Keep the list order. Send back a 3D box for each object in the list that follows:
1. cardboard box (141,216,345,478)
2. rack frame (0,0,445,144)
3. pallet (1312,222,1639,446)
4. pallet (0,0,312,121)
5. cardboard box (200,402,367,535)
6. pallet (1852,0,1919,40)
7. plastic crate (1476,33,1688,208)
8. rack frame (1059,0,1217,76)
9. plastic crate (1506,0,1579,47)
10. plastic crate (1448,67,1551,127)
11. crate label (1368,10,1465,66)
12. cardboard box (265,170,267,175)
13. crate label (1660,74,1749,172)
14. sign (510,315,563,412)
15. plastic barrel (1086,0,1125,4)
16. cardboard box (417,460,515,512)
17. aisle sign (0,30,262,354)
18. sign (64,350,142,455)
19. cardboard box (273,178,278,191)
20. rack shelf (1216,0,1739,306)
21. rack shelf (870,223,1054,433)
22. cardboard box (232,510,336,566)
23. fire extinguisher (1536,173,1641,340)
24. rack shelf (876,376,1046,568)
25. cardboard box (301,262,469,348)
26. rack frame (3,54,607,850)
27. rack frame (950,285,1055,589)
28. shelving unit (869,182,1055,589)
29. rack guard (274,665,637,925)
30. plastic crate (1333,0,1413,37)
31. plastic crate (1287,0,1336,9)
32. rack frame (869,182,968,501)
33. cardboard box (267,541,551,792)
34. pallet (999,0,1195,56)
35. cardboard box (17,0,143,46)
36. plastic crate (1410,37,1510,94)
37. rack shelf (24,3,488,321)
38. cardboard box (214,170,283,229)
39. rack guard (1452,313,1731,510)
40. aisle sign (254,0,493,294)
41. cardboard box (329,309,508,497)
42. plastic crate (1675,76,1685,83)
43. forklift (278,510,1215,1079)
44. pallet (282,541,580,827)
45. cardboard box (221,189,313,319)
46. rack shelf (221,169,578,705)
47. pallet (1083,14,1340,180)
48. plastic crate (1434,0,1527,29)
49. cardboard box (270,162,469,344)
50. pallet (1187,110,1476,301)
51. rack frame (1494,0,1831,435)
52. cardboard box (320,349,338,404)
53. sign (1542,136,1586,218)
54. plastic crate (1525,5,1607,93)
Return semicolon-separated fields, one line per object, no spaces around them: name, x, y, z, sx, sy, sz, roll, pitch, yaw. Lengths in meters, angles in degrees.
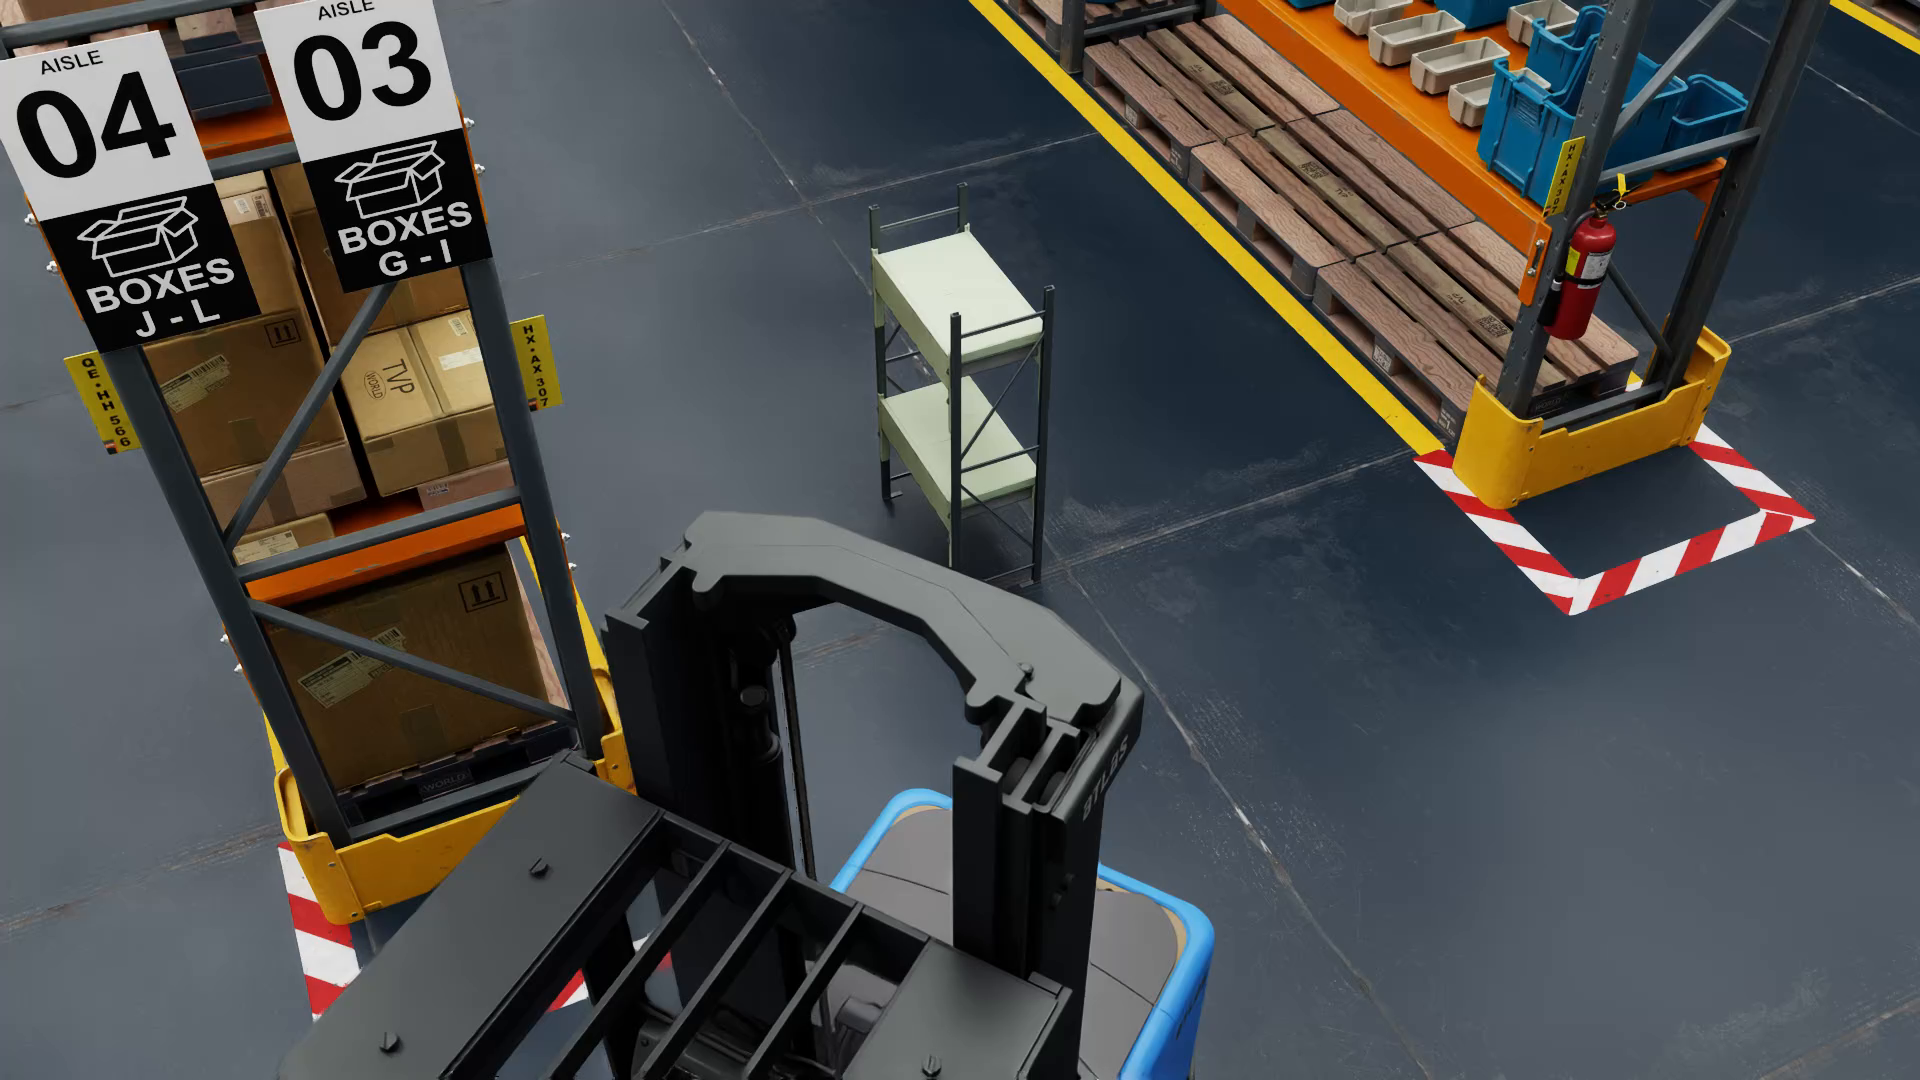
cardboard box;-2.178;-0.566;4.918;0.500;0.500;0.500;-17;47;-17
rack frame;-1.734;-2.149;2.890;1.000;3.000;0.127;-18;47;-17
pallet;2.448;-1.021;8.003;1.003;0.211;1.213;-18;47;-17
pallet;-2.056;-1.519;4.450;1.003;0.211;1.213;-18;47;-17
cardboard box;-2.179;-0.296;5.179;0.500;0.250;0.500;-19;48;-18
pallet;6.378;-3.276;10.289;1.003;0.211;1.213;-18;47;-17
plastic crate;2.449;-1.668;6.606;0.616;0.435;0.499;-18;47;-17
rack frame;1.078;-4.025;9.063;1.000;3.000;0.127;-18;47;-17
plastic crate;2.609;-2.319;7.479;0.250;0.136;0.298;-18;47;-17
plastic crate;2.252;-1.870;7.023;0.396;0.136;0.243;-18;47;-17
crate label;2.004;-2.229;7.387;0.396;0.136;0.243;-18;47;-17
cardboard box;-3.029;-1.591;6.491;0.500;0.250;0.500;-17;47;-16
crate label;2.954;-1.692;6.775;0.416;0.233;0.303;-18;47;-17
sign;-1.228;-0.510;4.827;0.100;0.325;0.005;-18;47;-17
plastic barrel;0.864;-3.779;10.009;0.600;0.901;0.708;-18;47;-17
cardboard box;-1.584;-0.248;5.413;0.380;0.149;0.250;-18;47;-17
aisle sign;-1.976;-0.804;3.947;0.394;0.787;0.004;-18;47;-17
sign;-2.233;-0.359;4.354;0.100;0.325;0.005;-18;47;-17
cardboard box;-2.125;-1.366;5.728;0.500;0.500;0.500;-19;48;-18
rack shelf;1.919;-2.495;8.024;1.077;0.370;4.000;-18;47;-17
rack shelf;-0.003;-0.816;6.322;0.431;0.370;0.720;-18;47;-17
cardboard box;-2.183;-0.054;5.216;0.380;0.149;0.250;-17;47;-17
fire extinguisher;2.411;-1.086;6.404;0.296;0.674;0.183;-18;47;-17
rack shelf;-0.003;-0.306;6.825;0.431;0.370;0.720;-18;47;-17
cardboard box;-1.916;-0.781;5.670;0.500;0.250;0.500;-19;48;-18
rack frame;-1.734;-0.013;4.997;1.000;3.000;0.127;-18;47;-17
rack frame;0.151;-0.305;6.360;0.400;1.500;0.023;-18;47;-17
shelving unit;-0.003;-0.538;6.596;0.431;1.500;0.755;-18;47;-17
rack guard;-1.724;0.892;5.859;1.175;0.500;0.348;-18;47;-17
plastic crate;1.863;-2.412;7.573;0.298;0.136;0.250;-18;47;-17
plastic crate;1.663;-2.671;7.767;0.416;0.233;0.300;-18;47;-17
rack frame;-0.157;-0.771;6.833;0.400;1.500;0.023;-18;47;-17
cardboard box;-2.076;0.209;5.985;0.875;0.875;0.875;-18;47;-17
pallet;0.791;-3.537;10.553;1.003;0.211;1.213;-18;47;-17
cardboard box;-2.002;-1.617;4.045;0.700;0.500;0.500;-21;48;-20
plastic crate;2.144;-2.059;7.215;0.396;0.136;0.243;-18;47;-17
rack shelf;-2.575;-2.100;5.488;1.077;0.370;4.000;-18;47;-17
cardboard box;-2.829;-1.275;6.170;0.500;0.250;0.500;-18;47;-17
rack guard;2.781;-0.575;7.346;1.175;0.500;0.348;-18;47;-17
aisle sign;-1.432;-0.982;4.127;0.394;0.787;0.004;-18;47;-17
cardboard box;-1.691;-0.452;5.336;0.500;0.250;0.500;-19;48;-18
plastic crate;2.895;-1.887;7.041;0.250;0.136;0.298;-18;47;-17
forklift;-0.430;1.498;3.514;1.130;2.935;3.031;21;48;20
pallet;-2.142;0.493;6.469;1.003;0.211;1.213;-18;47;-17
cardboard box;-2.606;-0.944;5.835;0.500;0.250;0.500;-20;48;-19
rack shelf;-2.575;-1.032;6.541;1.077;0.370;4.000;-18;47;-17
pallet;1.422;-2.575;9.579;1.003;0.211;1.213;-18;47;-17
plastic crate;2.401;-2.532;7.625;0.416;0.233;0.300;-18;47;-17
cardboard box;-1.901;-1.037;5.395;0.500;0.500;0.500;-19;48;-18
pallet;1.939;-1.797;8.790;1.003;0.211;1.213;-18;47;-17
rack frame;2.759;-1.476;6.479;1.000;3.000;0.127;-18;47;-17
cardboard box;-2.392;-0.620;5.506;0.500;0.250;0.500;-19;48;-18
sign;2.267;-1.361;6.247;0.100;0.325;0.005;-18;47;-17
plastic crate;2.678;-2.112;7.200;0.416;0.233;0.300;-18;47;-17
